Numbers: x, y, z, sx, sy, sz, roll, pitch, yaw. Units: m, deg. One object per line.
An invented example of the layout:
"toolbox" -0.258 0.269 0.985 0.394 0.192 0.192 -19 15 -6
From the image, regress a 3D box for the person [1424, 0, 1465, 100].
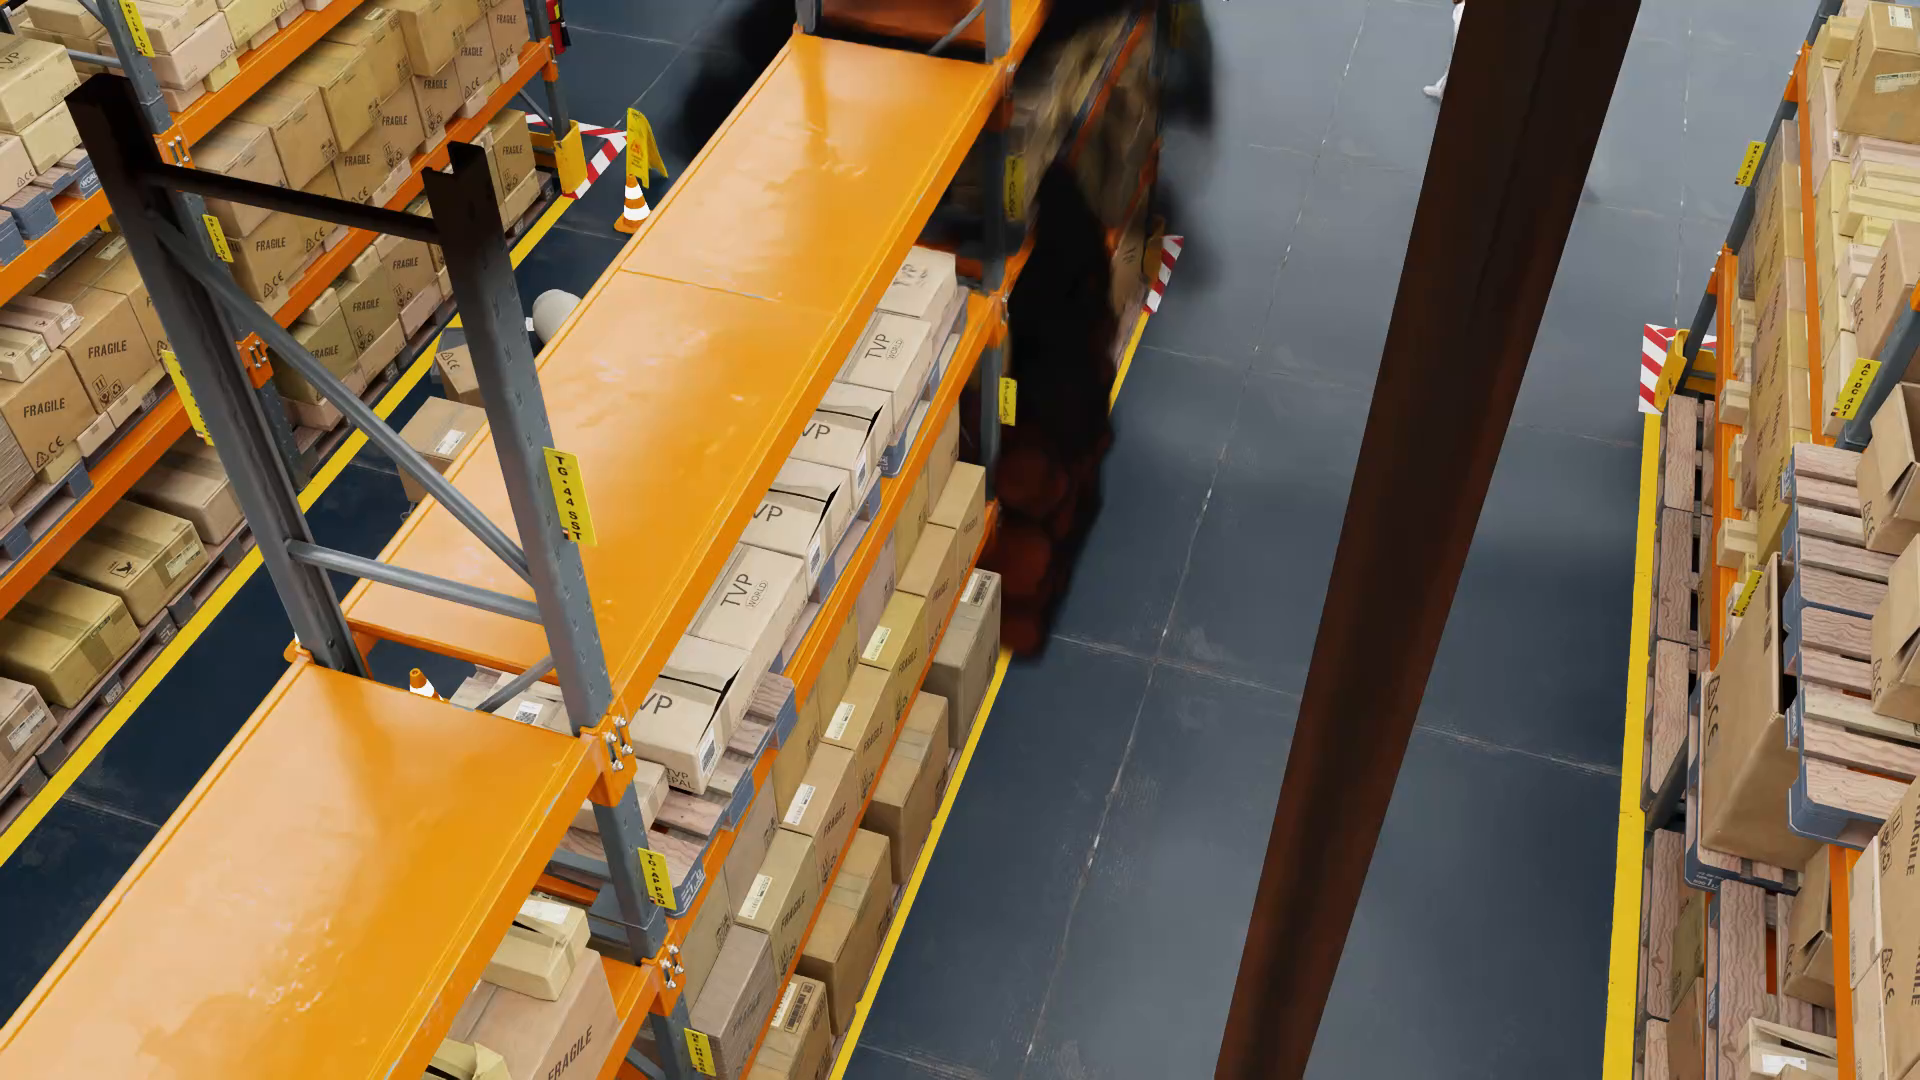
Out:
"person" 4.394 -4.431 14.186 0.680 1.797 0.881 -26 51 -23
